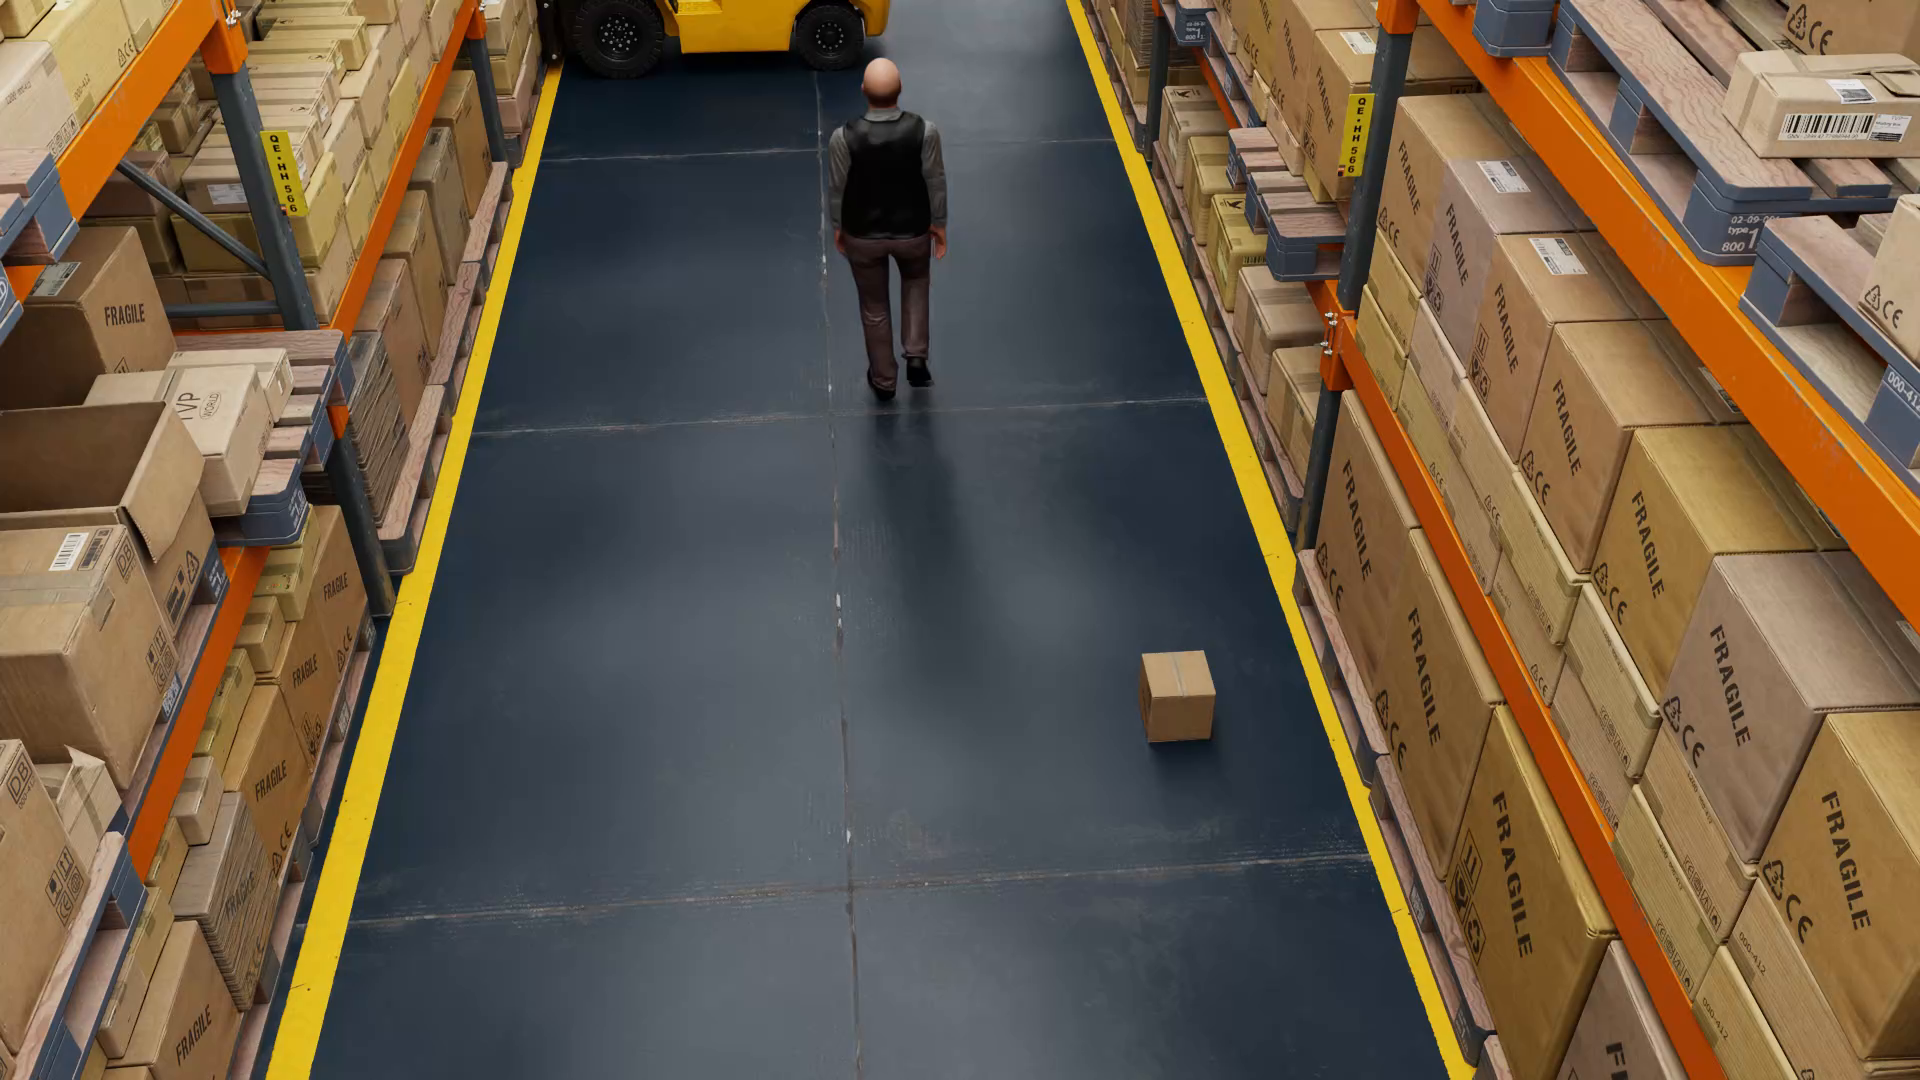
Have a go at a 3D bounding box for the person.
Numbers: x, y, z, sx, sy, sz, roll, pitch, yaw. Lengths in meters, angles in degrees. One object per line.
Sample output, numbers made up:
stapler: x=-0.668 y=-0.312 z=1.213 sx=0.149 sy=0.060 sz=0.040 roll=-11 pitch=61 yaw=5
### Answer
person: x=-0.346 y=-1.486 z=8.008 sx=0.562 sy=1.750 sz=0.451 roll=-6 pitch=39 yaw=-8
